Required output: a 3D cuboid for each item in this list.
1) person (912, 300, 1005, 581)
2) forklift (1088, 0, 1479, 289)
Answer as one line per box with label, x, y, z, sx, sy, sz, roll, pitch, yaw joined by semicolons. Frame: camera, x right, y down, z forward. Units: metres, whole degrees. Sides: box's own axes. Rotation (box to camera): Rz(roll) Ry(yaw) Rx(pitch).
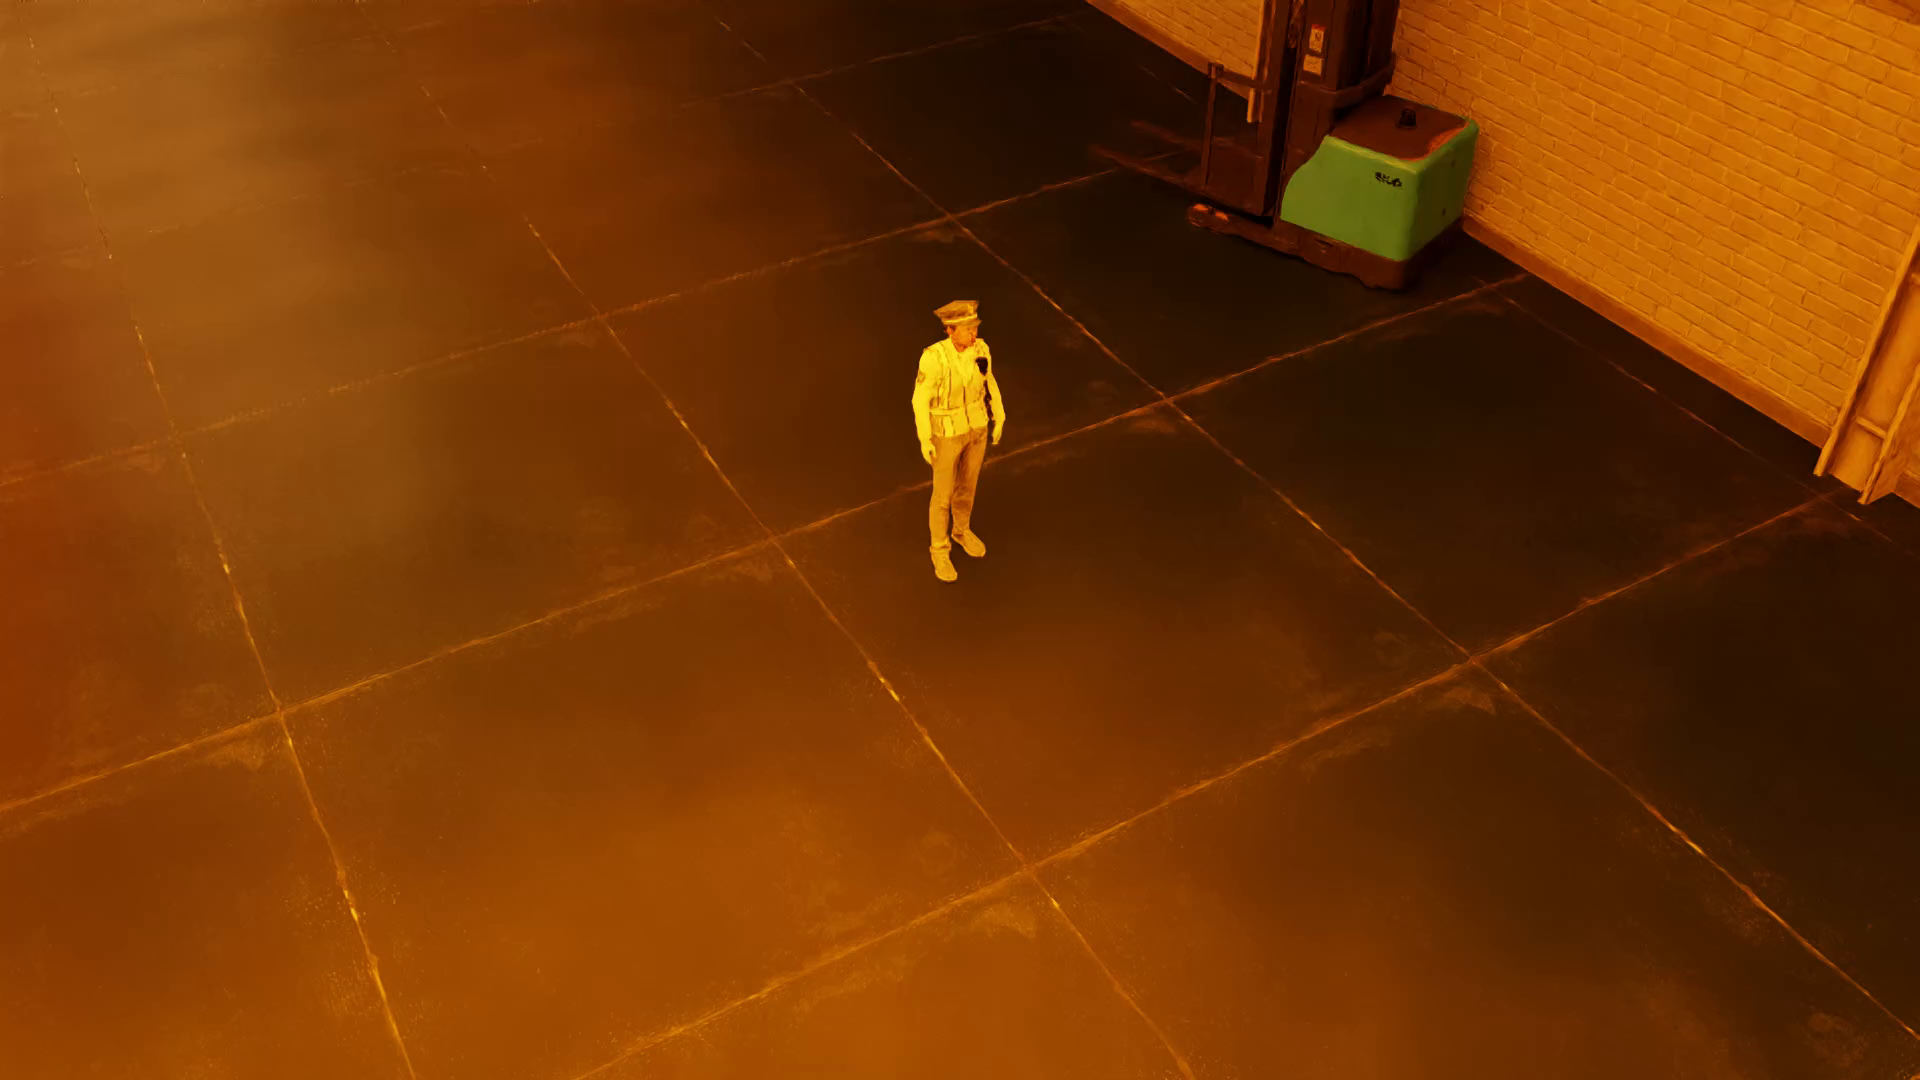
person;0.028;-0.618;9.738;0.586;1.695;0.533;-20;44;-23
forklift;2.449;-3.805;12.624;3.031;2.935;1.130;28;47;30
